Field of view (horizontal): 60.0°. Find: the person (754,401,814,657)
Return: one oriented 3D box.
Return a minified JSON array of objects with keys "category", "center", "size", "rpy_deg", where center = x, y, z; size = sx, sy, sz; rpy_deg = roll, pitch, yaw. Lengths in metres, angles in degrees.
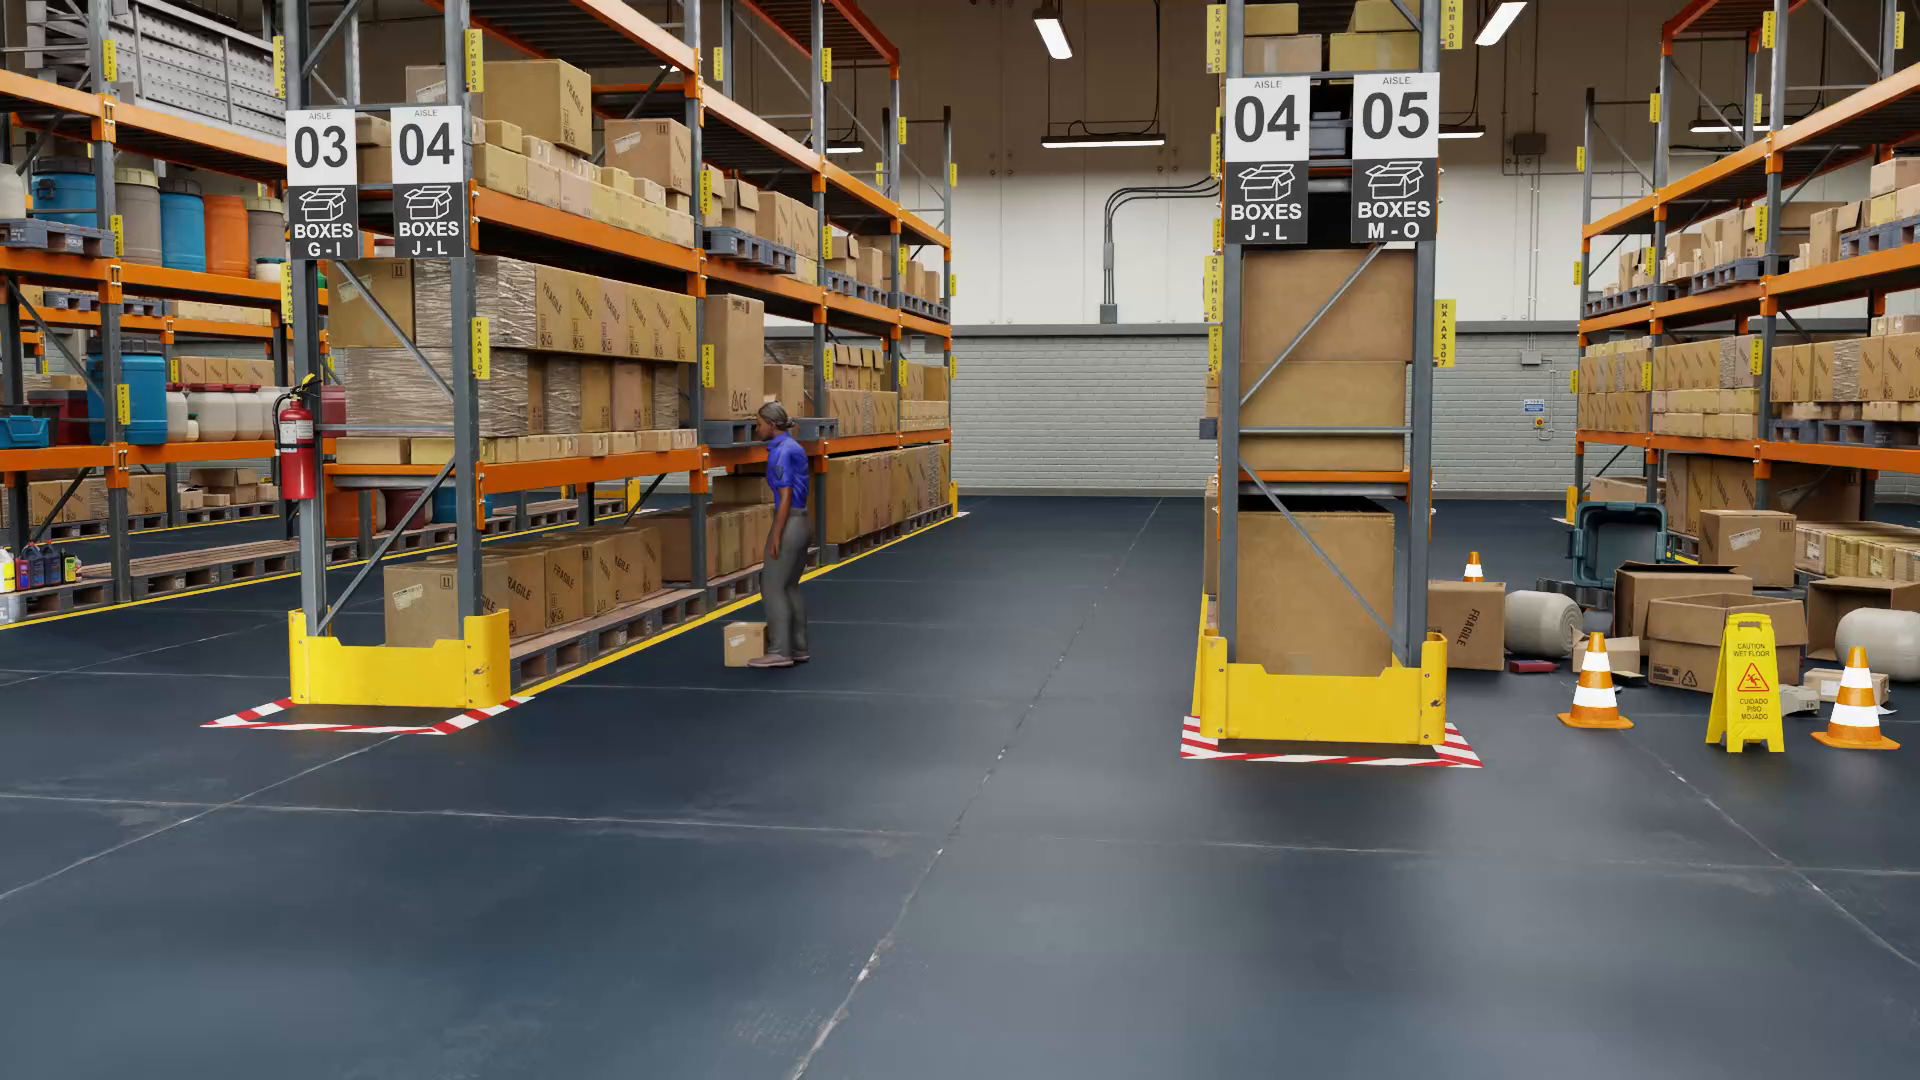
[{"category":"person","center":[-1.103,-0.064,10.395],"size":[0.352,1.571,0.499],"rpy_deg":[0,5,5]}]
